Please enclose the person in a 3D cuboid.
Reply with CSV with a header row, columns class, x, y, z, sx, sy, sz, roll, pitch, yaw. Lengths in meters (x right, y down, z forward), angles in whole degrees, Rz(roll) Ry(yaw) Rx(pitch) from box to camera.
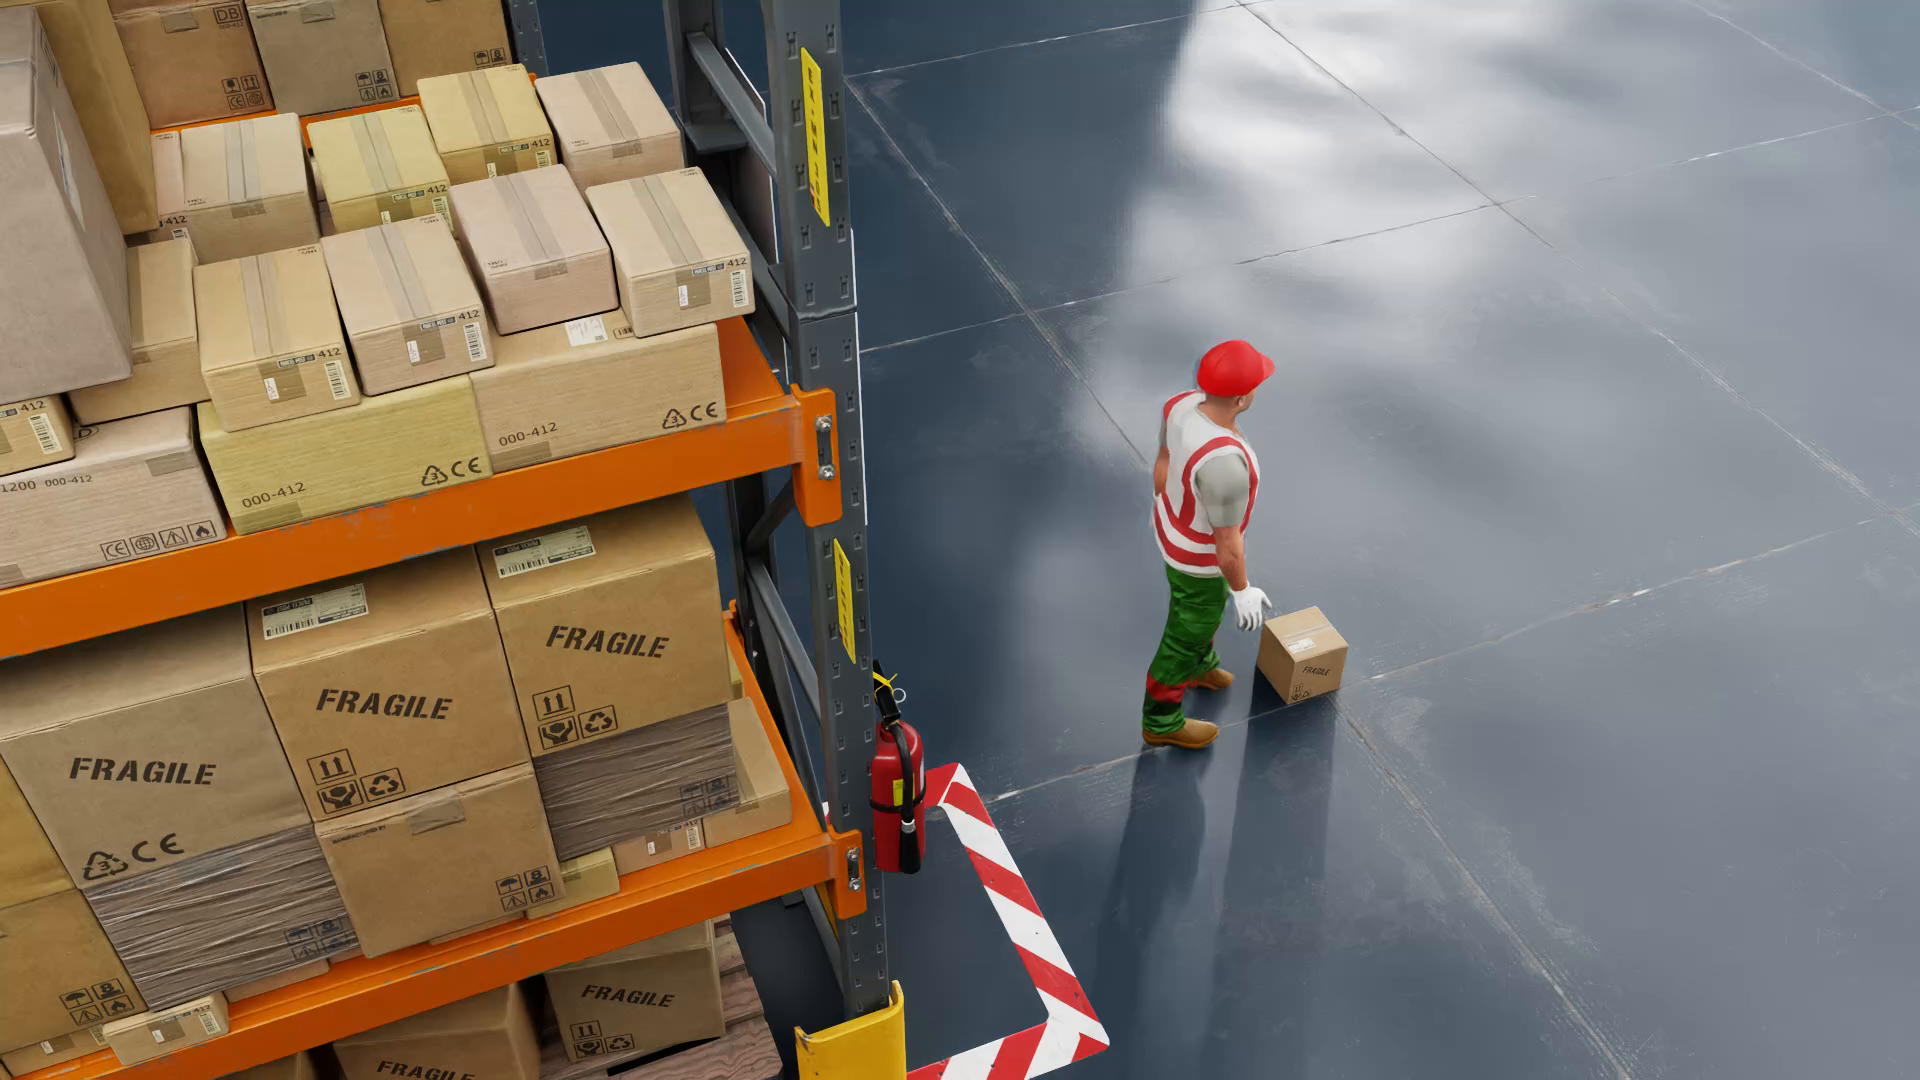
class,x,y,z,sx,sy,sz,roll,pitch,yaw
person,0.936,0.058,6.108,0.474,1.852,0.634,-3,41,-3
